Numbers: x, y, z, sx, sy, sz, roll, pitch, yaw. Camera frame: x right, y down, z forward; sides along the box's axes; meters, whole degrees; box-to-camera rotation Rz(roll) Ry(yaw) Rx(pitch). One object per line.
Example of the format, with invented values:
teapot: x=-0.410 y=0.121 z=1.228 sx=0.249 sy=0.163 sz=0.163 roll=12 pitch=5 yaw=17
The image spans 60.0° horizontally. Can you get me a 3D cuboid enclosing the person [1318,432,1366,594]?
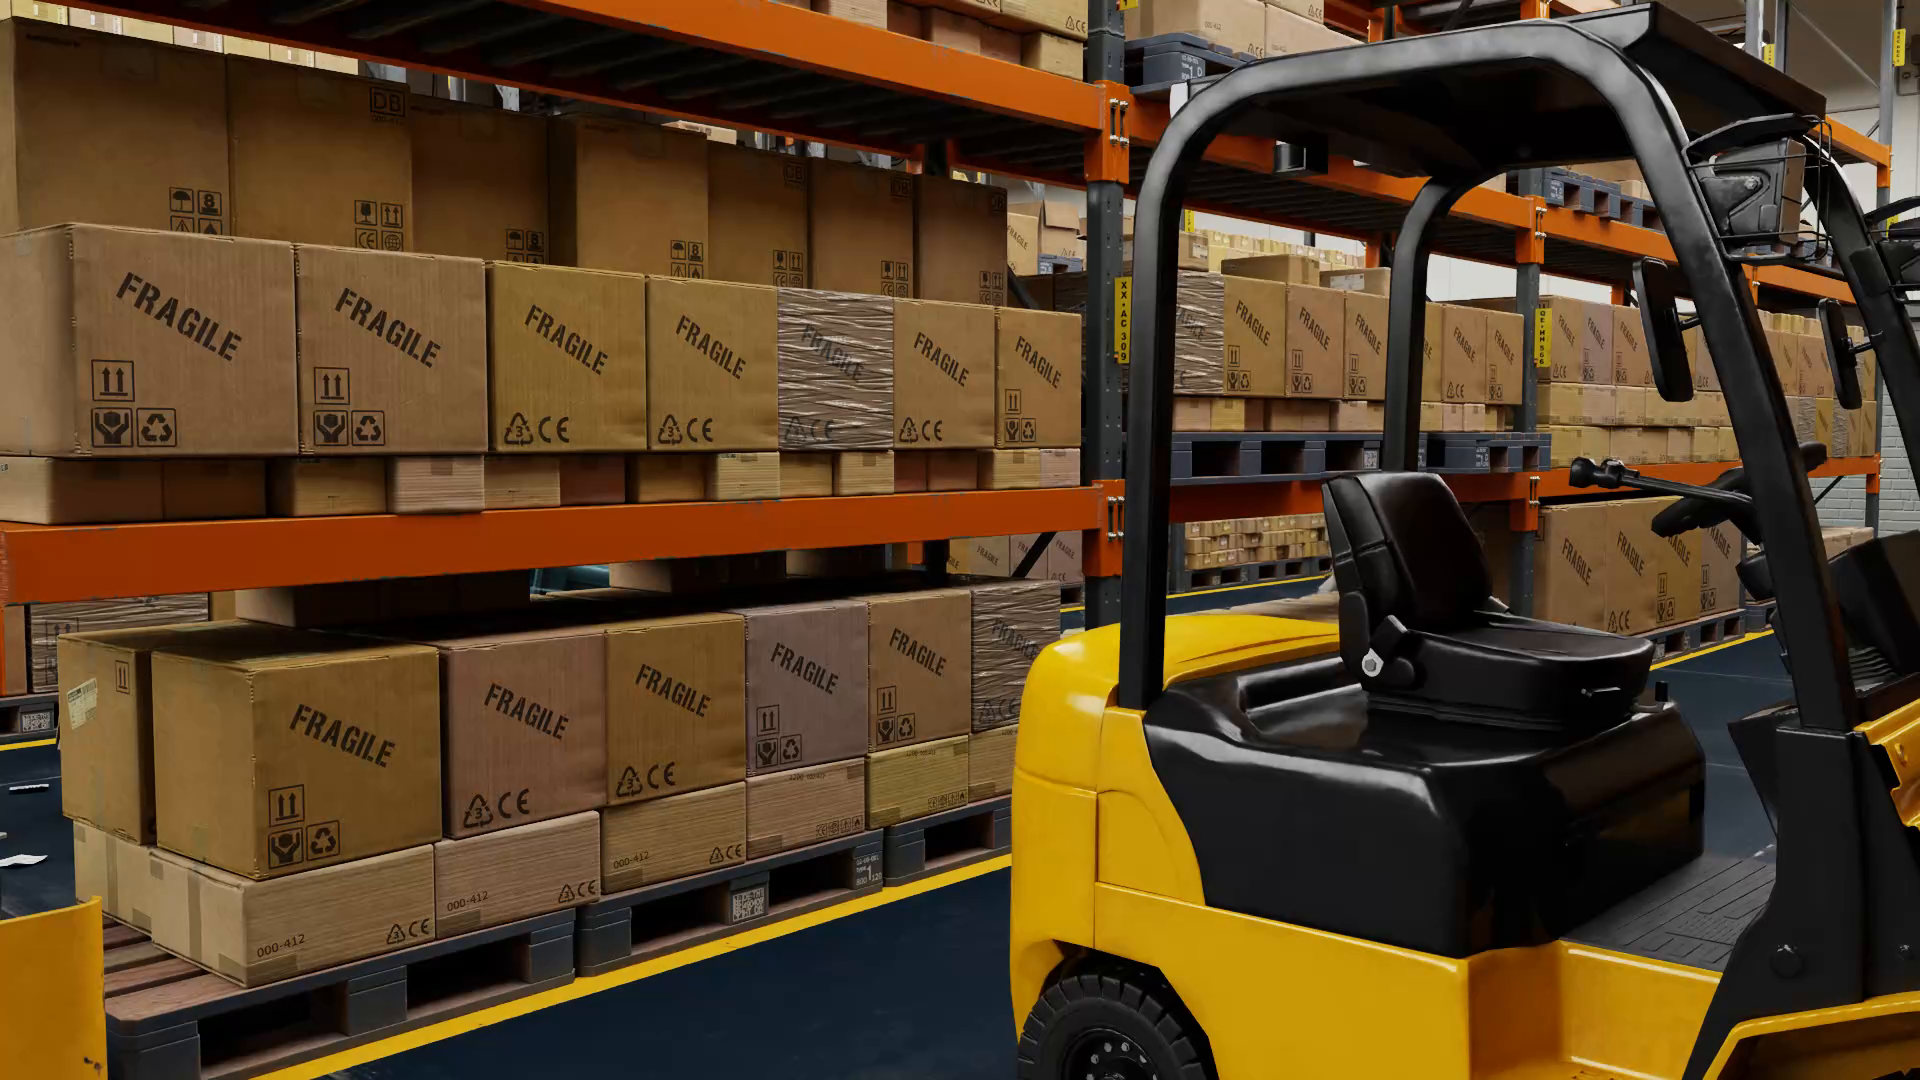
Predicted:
person: x=3.309 y=-0.187 z=13.431 sx=0.949 sy=1.630 sz=0.457 roll=-2 pitch=4 yaw=-27
